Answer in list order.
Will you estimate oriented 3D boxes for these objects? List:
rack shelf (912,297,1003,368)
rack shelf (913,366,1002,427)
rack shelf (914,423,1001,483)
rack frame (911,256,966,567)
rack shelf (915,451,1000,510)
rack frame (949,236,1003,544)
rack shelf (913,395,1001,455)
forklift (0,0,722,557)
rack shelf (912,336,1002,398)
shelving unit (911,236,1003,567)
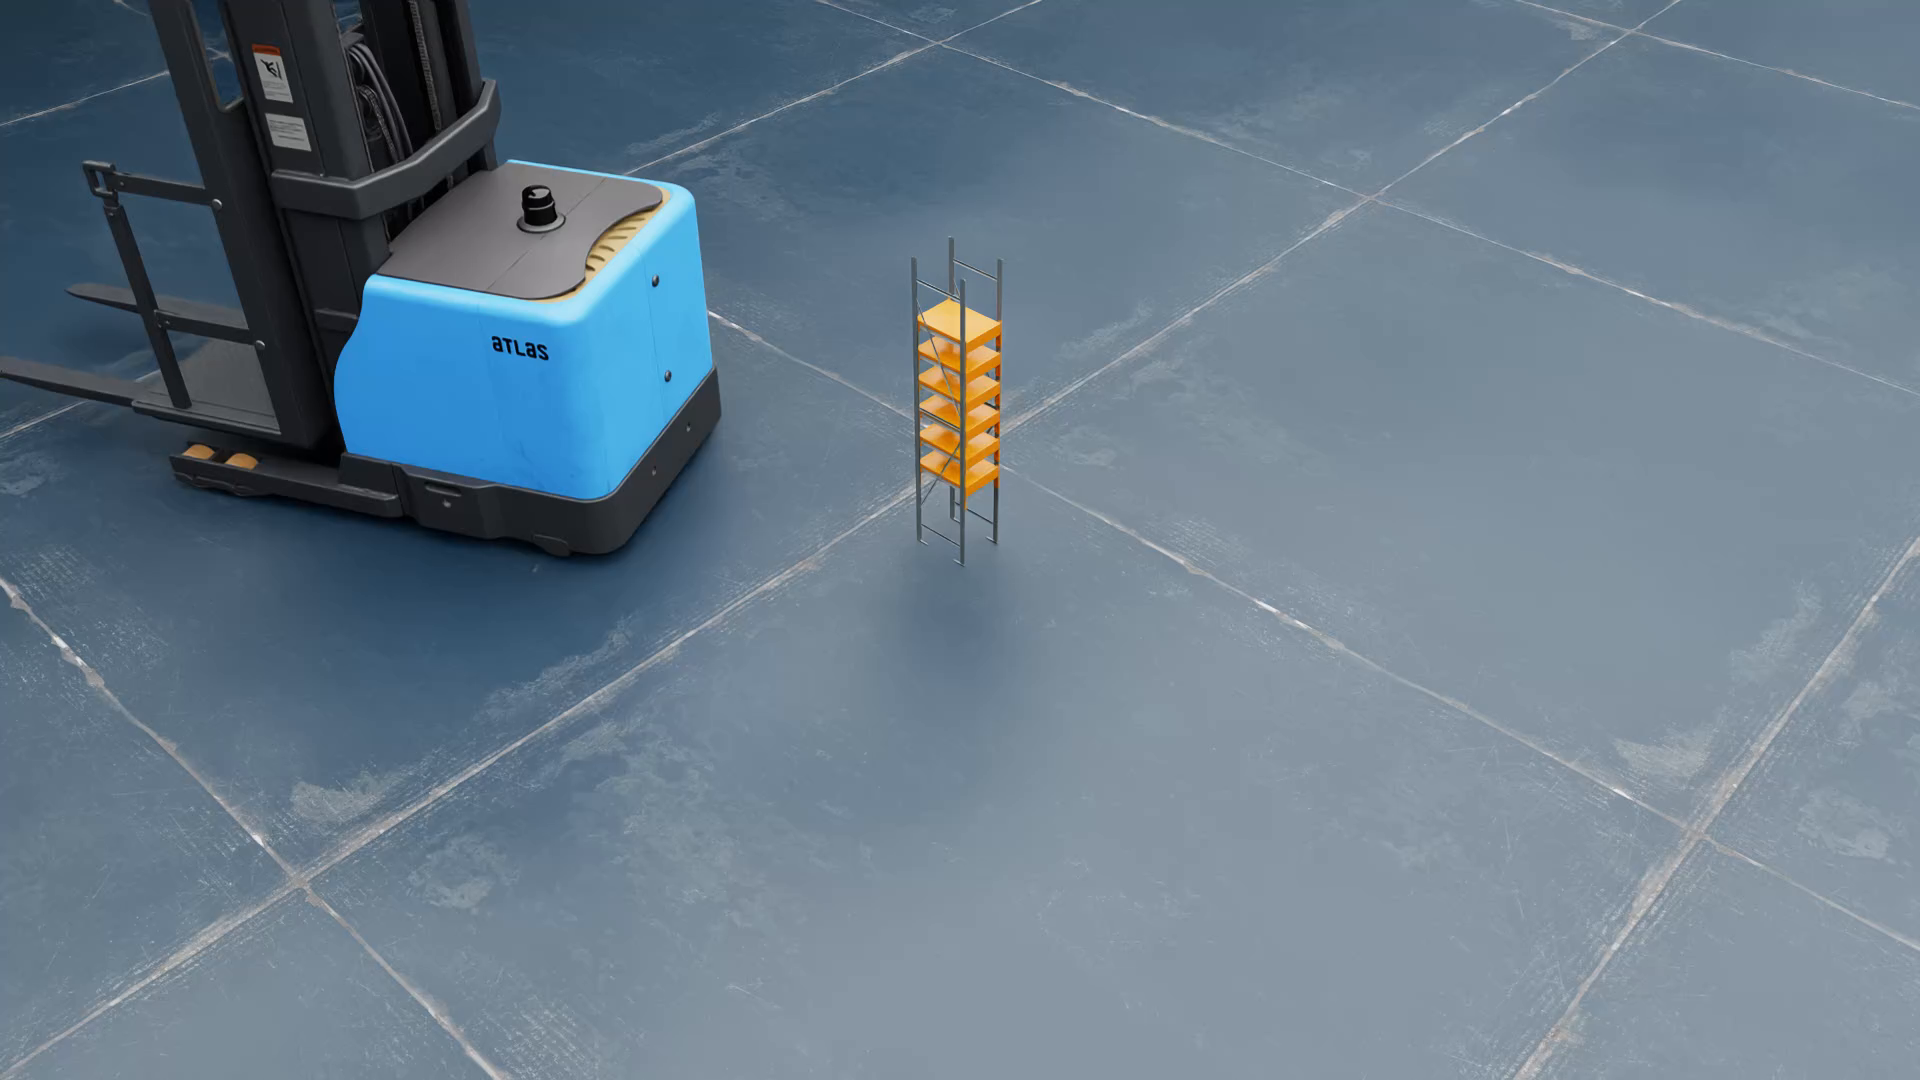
[{"bbox_3d":[-0.010,-0.710,5.672,0.258,0.103,0.180,30,47,32],"label":"rack shelf"},{"bbox_3d":[-0.010,-0.522,5.821,0.258,0.103,0.180,30,47,32],"label":"rack shelf"},{"bbox_3d":[-0.010,-0.334,5.971,0.258,0.103,0.180,30,47,32],"label":"rack shelf"},{"bbox_3d":[-0.071,-0.421,5.815,0.240,1.200,0.006,30,47,32],"label":"rack frame"},{"bbox_3d":[-0.010,-0.240,6.045,0.258,0.103,0.180,30,47,32],"label":"rack shelf"},{"bbox_3d":[0.052,-0.505,5.921,0.240,1.200,0.006,30,47,32],"label":"rack frame"},{"bbox_3d":[-0.010,-0.428,5.896,0.258,0.103,0.180,30,47,32],"label":"rack shelf"},{"bbox_3d":[-2.546,-1.616,5.927,3.031,2.935,1.130,11,40,14],"label":"forklift"},{"bbox_3d":[-0.010,-0.616,5.746,0.258,0.103,0.180,30,47,32],"label":"rack shelf"},{"bbox_3d":[-0.010,-0.463,5.868,0.258,1.200,0.189,30,47,32],"label":"shelving unit"}]
